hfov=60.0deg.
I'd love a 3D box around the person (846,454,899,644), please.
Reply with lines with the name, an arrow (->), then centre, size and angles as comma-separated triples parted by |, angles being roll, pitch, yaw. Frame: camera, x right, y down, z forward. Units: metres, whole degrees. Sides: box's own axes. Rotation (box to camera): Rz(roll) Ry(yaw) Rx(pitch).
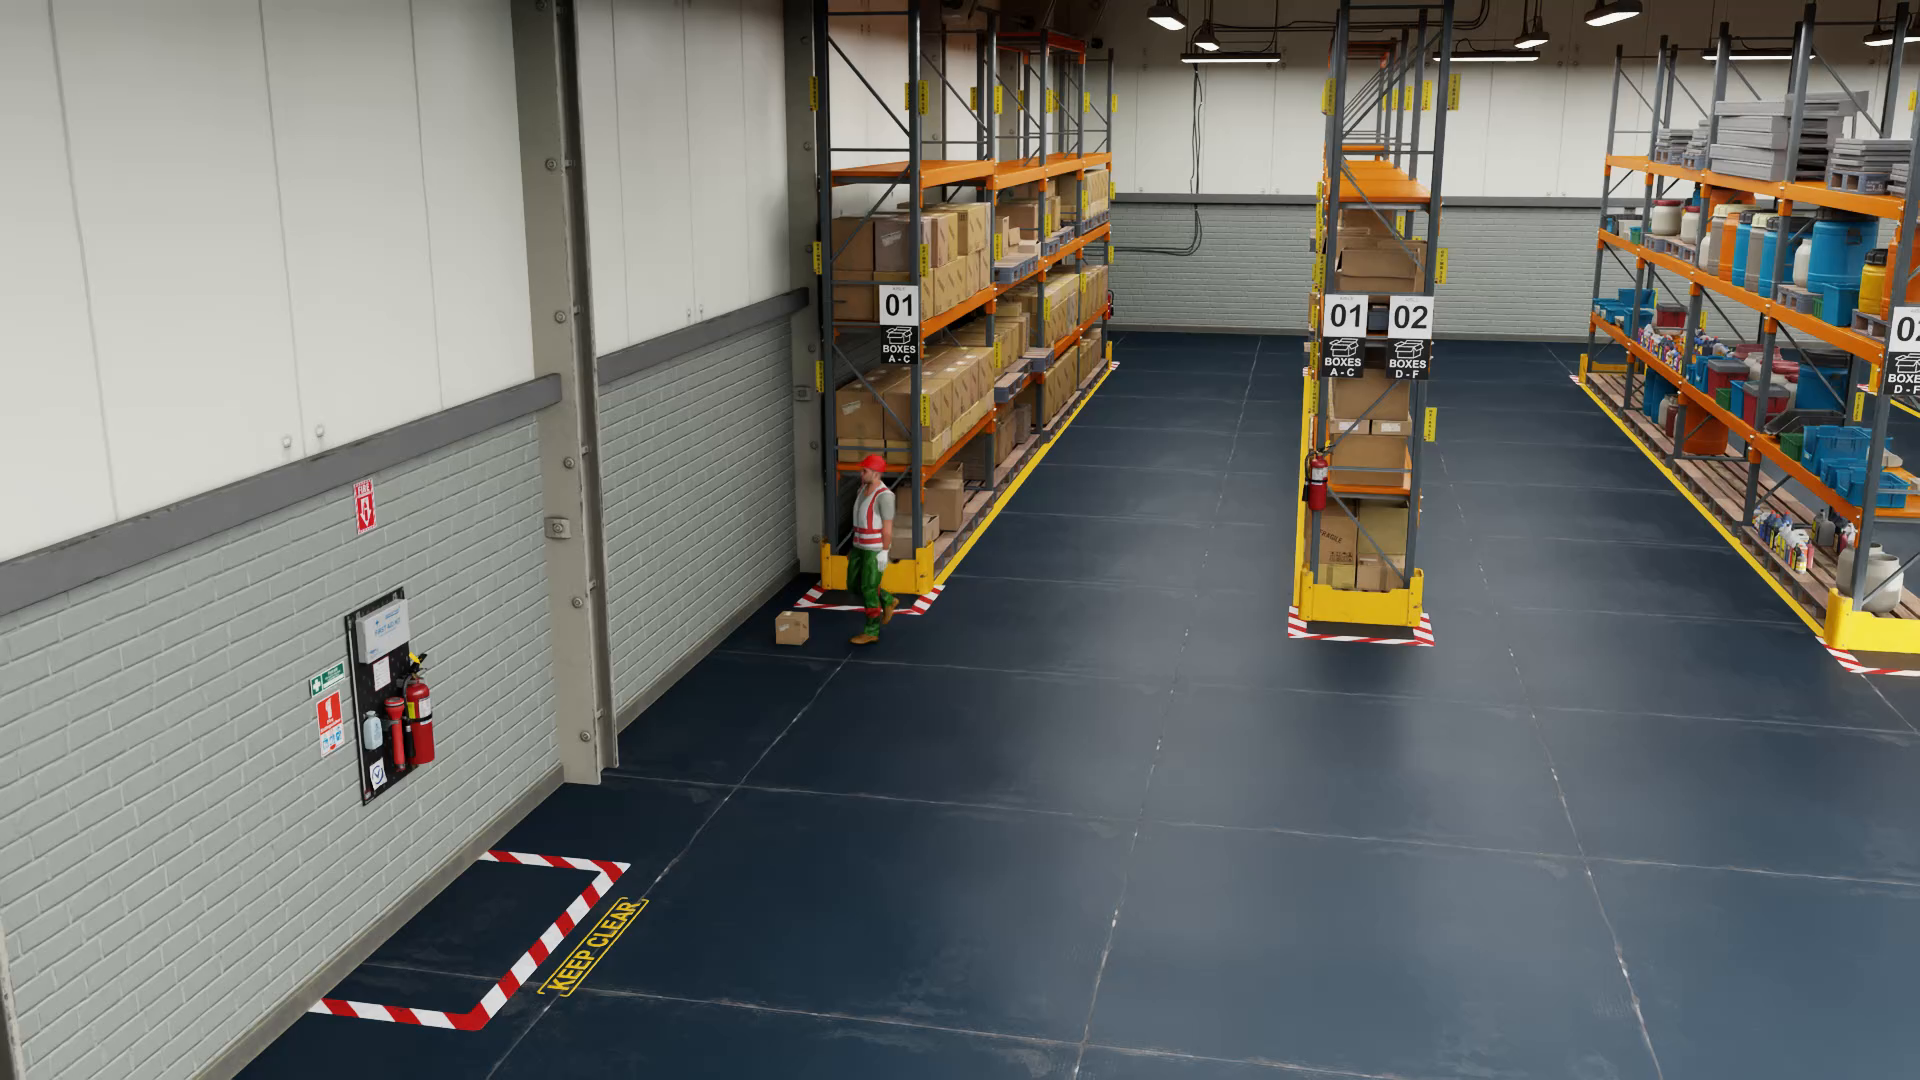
person -> -0.808, 0.068, 15.653 | 0.650, 1.779, 0.542 | -11, 18, -35
